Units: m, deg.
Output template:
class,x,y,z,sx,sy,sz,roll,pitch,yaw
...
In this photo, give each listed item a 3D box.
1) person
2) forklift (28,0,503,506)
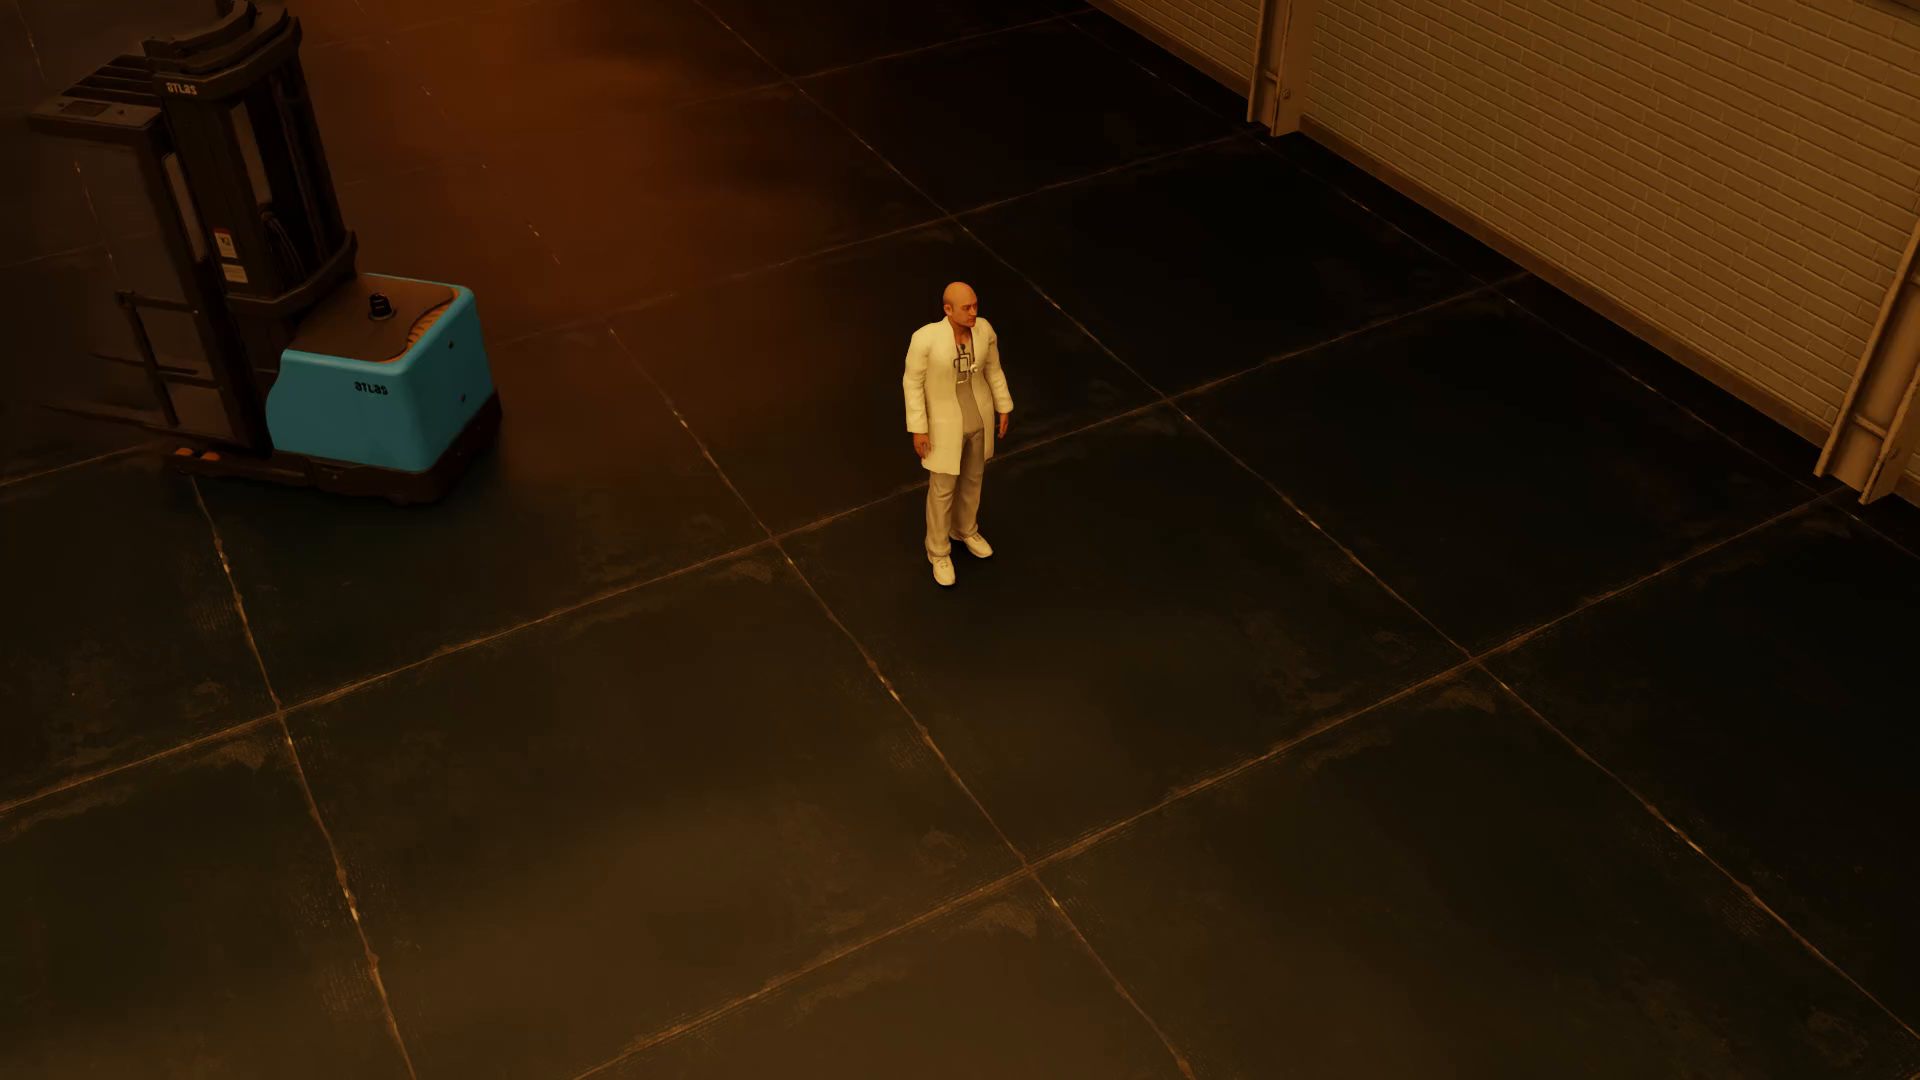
class,x,y,z,sx,sy,sz,roll,pitch,yaw
person,0.041,-0.638,9.698,0.696,1.775,0.581,-20,44,-23
forklift,-4.656,-1.851,10.268,3.031,2.935,1.130,9,41,11
